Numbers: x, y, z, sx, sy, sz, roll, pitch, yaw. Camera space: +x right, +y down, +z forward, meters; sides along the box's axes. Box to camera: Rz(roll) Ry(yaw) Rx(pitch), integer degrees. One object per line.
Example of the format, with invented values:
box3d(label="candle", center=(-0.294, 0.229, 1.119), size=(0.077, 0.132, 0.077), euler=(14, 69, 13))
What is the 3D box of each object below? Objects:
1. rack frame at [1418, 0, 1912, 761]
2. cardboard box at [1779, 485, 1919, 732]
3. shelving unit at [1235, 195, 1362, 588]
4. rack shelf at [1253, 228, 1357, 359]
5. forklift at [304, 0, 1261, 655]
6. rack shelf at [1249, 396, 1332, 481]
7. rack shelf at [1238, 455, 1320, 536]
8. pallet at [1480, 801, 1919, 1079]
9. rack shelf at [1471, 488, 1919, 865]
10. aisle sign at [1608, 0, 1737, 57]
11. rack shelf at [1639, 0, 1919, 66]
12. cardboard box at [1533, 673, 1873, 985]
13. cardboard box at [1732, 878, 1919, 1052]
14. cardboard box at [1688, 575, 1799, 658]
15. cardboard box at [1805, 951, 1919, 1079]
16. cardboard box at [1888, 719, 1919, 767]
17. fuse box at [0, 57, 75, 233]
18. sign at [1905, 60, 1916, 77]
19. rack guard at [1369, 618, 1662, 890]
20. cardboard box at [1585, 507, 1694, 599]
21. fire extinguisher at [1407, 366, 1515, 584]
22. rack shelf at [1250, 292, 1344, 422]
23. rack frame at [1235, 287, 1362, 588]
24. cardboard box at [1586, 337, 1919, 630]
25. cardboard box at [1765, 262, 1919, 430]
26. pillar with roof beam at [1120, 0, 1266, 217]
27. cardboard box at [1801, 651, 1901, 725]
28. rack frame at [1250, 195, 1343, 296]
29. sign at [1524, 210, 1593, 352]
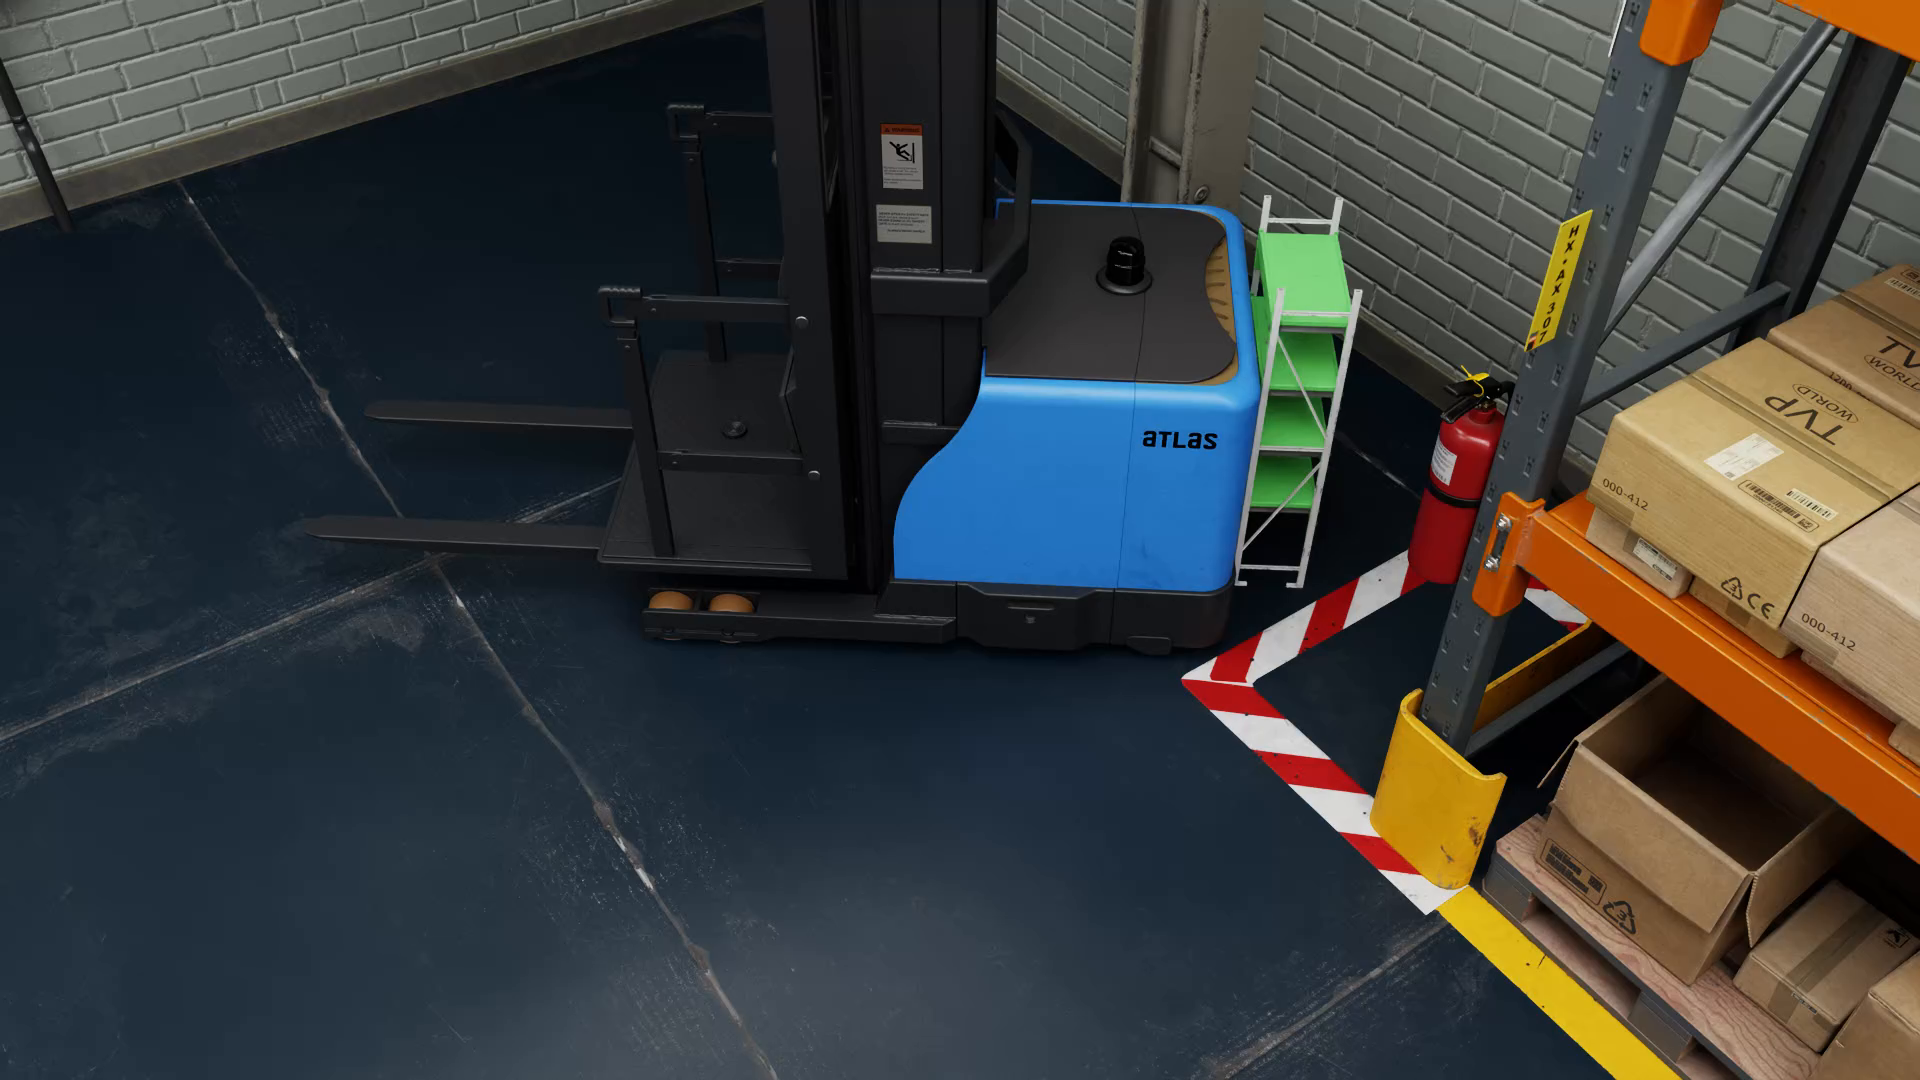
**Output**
box3d(label="rack frame", center=(1.712, -0.447, 4.045), size=(1.000, 3.000, 0.127), euler=(-26, 49, -24))
box3d(label="cardboard box", center=(2.040, 0.149, 3.315), size=(0.500, 0.250, 0.500), euler=(-25, 49, -24))
box3d(label="shelving unit", center=(1.044, -0.450, 5.353), size=(0.258, 1.200, 0.503), euler=(2, 44, 2))
box3d(label="rack shelf", center=(1.044, -0.751, 5.065), size=(0.258, 0.148, 0.480), euler=(2, 44, 2))
box3d(label="forklift", center=(-0.623, -1.088, 4.767), size=(3.031, 2.935, 1.130), euler=(3, 44, 3))
box3d(label="rack shelf", center=(1.044, -0.404, 5.397), size=(0.258, 0.148, 0.480), euler=(2, 44, 2))
box3d(label="rack shelf", center=(1.044, -0.230, 5.562), size=(0.258, 0.148, 0.480), euler=(2, 44, 2))
box3d(label="pallet", center=(2.213, 1.056, 4.491), size=(1.003, 0.211, 1.213), euler=(-26, 49, -24))
box3d(label="rack shelf", center=(2.857, 0.946, 3.107), size=(1.077, 0.370, 4.000), euler=(-26, 49, -24))
box3d(label="aisle sign", center=(1.433, -1.309, 3.067), size=(0.394, 0.787, 0.004), euler=(-26, 49, -24))
box3d(label="rack shelf", center=(2.857, -0.139, 2.072), size=(1.077, 0.370, 4.000), euler=(-26, 49, -24))
box3d(label="cardboard box", center=(1.985, 0.688, 4.360), size=(0.797, 0.503, 0.637), euler=(-28, 50, -26))
box3d(label="cardboard box", center=(2.196, 1.073, 4.215), size=(0.380, 0.149, 0.250), euler=(-28, 50, -26))
box3d(label="cardboard box", center=(1.859, 0.065, 3.692), size=(0.380, 0.149, 0.250), euler=(-25, 49, -23))
box3d(label="cardboard box", center=(2.442, 1.189, 3.838), size=(0.700, 0.500, 0.500), euler=(-24, 49, -23))
box3d(label="cardboard box", center=(2.132, 0.367, 3.375), size=(0.380, 0.149, 0.250), euler=(-24, 49, -23))
box3d(label="fuse box", center=(-3.795, -1.949, 6.552), size=(0.539, 1.711, 0.414), euler=(-26, 49, -24))
box3d(label="sign", center=(2.179, -1.188, 3.754), size=(0.100, 0.325, 0.005), euler=(-26, 49, -24))
box3d(label="rack guard", center=(1.756, 0.501, 4.864), size=(1.175, 0.500, 0.348), euler=(-26, 49, -24))
box3d(label="cardboard box", center=(1.676, -0.061, 3.824), size=(0.380, 0.149, 0.250), euler=(-26, 49, -25))
box3d(label="fire extinguisher", center=(1.249, -0.184, 4.097), size=(0.296, 0.674, 0.183), euler=(-26, 49, -24))
box3d(label="rack shelf", center=(1.044, -0.577, 5.231), size=(0.258, 0.148, 0.480), euler=(2, 44, 2))
box3d(label="rack frame", center=(1.031, -0.282, 5.176), size=(0.240, 1.200, 0.015), euler=(2, 44, 2))
box3d(label="cardboard box", center=(1.751, -0.136, 3.614), size=(0.500, 0.250, 0.500), euler=(-25, 49, -24))
box3d(label="cardboard box", center=(2.193, -0.344, 3.831), size=(0.500, 0.250, 0.500), euler=(-24, 49, -23))
box3d(label="pillar with roof beam", center=(-2.622, -2.799, 2.165), size=(9.100, 9.000, 0.400), euler=(-26, 49, -24))
box3d(label="cardboard box", center=(2.038, 0.200, 3.550), size=(0.380, 0.149, 0.250), euler=(-26, 50, -25))
box3d(label="rack frame", center=(1.057, -0.618, 5.529), size=(0.240, 1.200, 0.015), euler=(2, 44, 2))
box3d(label="sign", center=(1.268, -0.545, 3.522), size=(0.100, 0.325, 0.005), euler=(-26, 49, -24))
